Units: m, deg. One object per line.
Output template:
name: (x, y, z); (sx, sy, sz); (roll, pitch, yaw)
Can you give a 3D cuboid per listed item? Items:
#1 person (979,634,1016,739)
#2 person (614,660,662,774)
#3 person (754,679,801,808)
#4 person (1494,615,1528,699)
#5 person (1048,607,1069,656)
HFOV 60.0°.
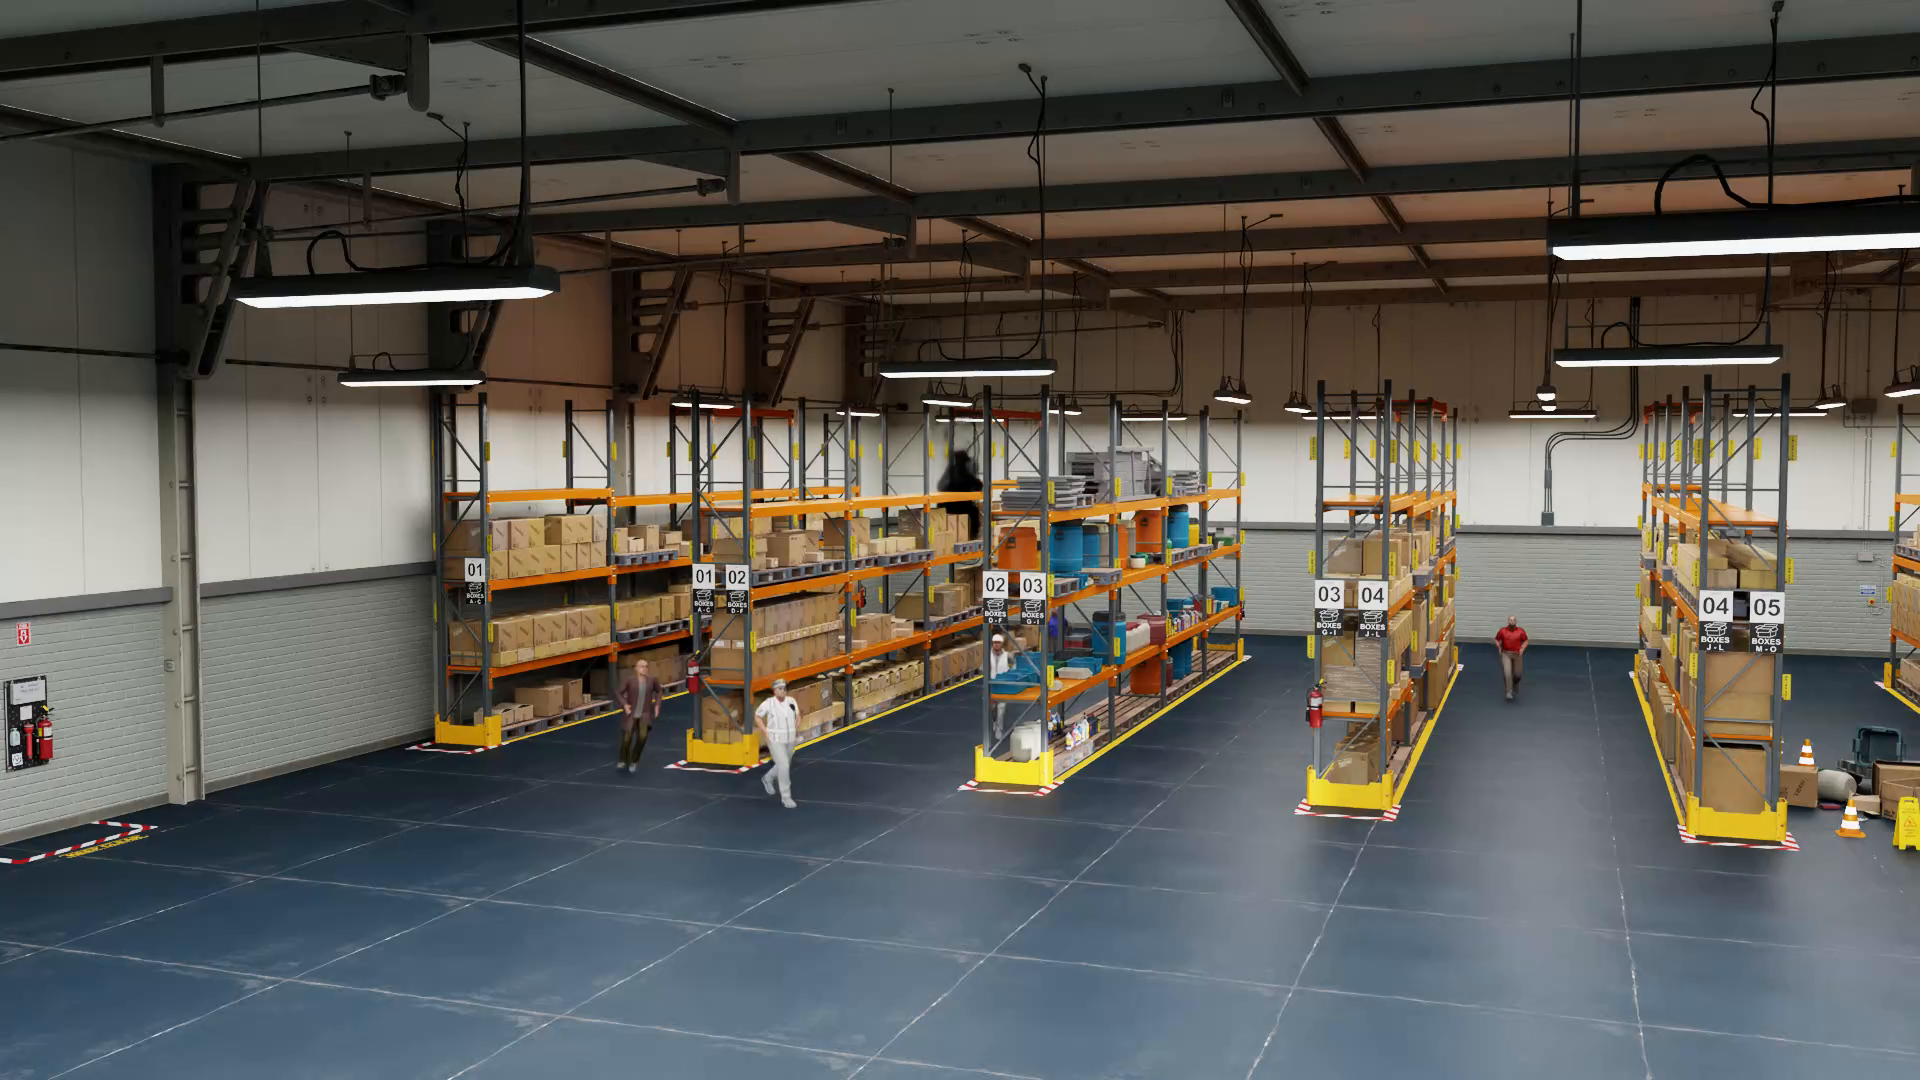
person: (0.652, 2.535, 29.073); (0.661, 1.767, 0.906); (0, 3, 8)
person: (-5.021, 2.757, 26.018); (0.774, 1.766, 0.689); (-1, 3, -16)
person: (-2.553, 2.856, 23.691); (0.647, 1.803, 0.911); (-2, 4, -39)
person: (11.187, 2.364, 33.757); (0.664, 1.675, 0.624); (1, 3, 16)
person: (2.078, 2.258, 36.207); (0.554, 1.702, 0.677); (1, 3, 10)
